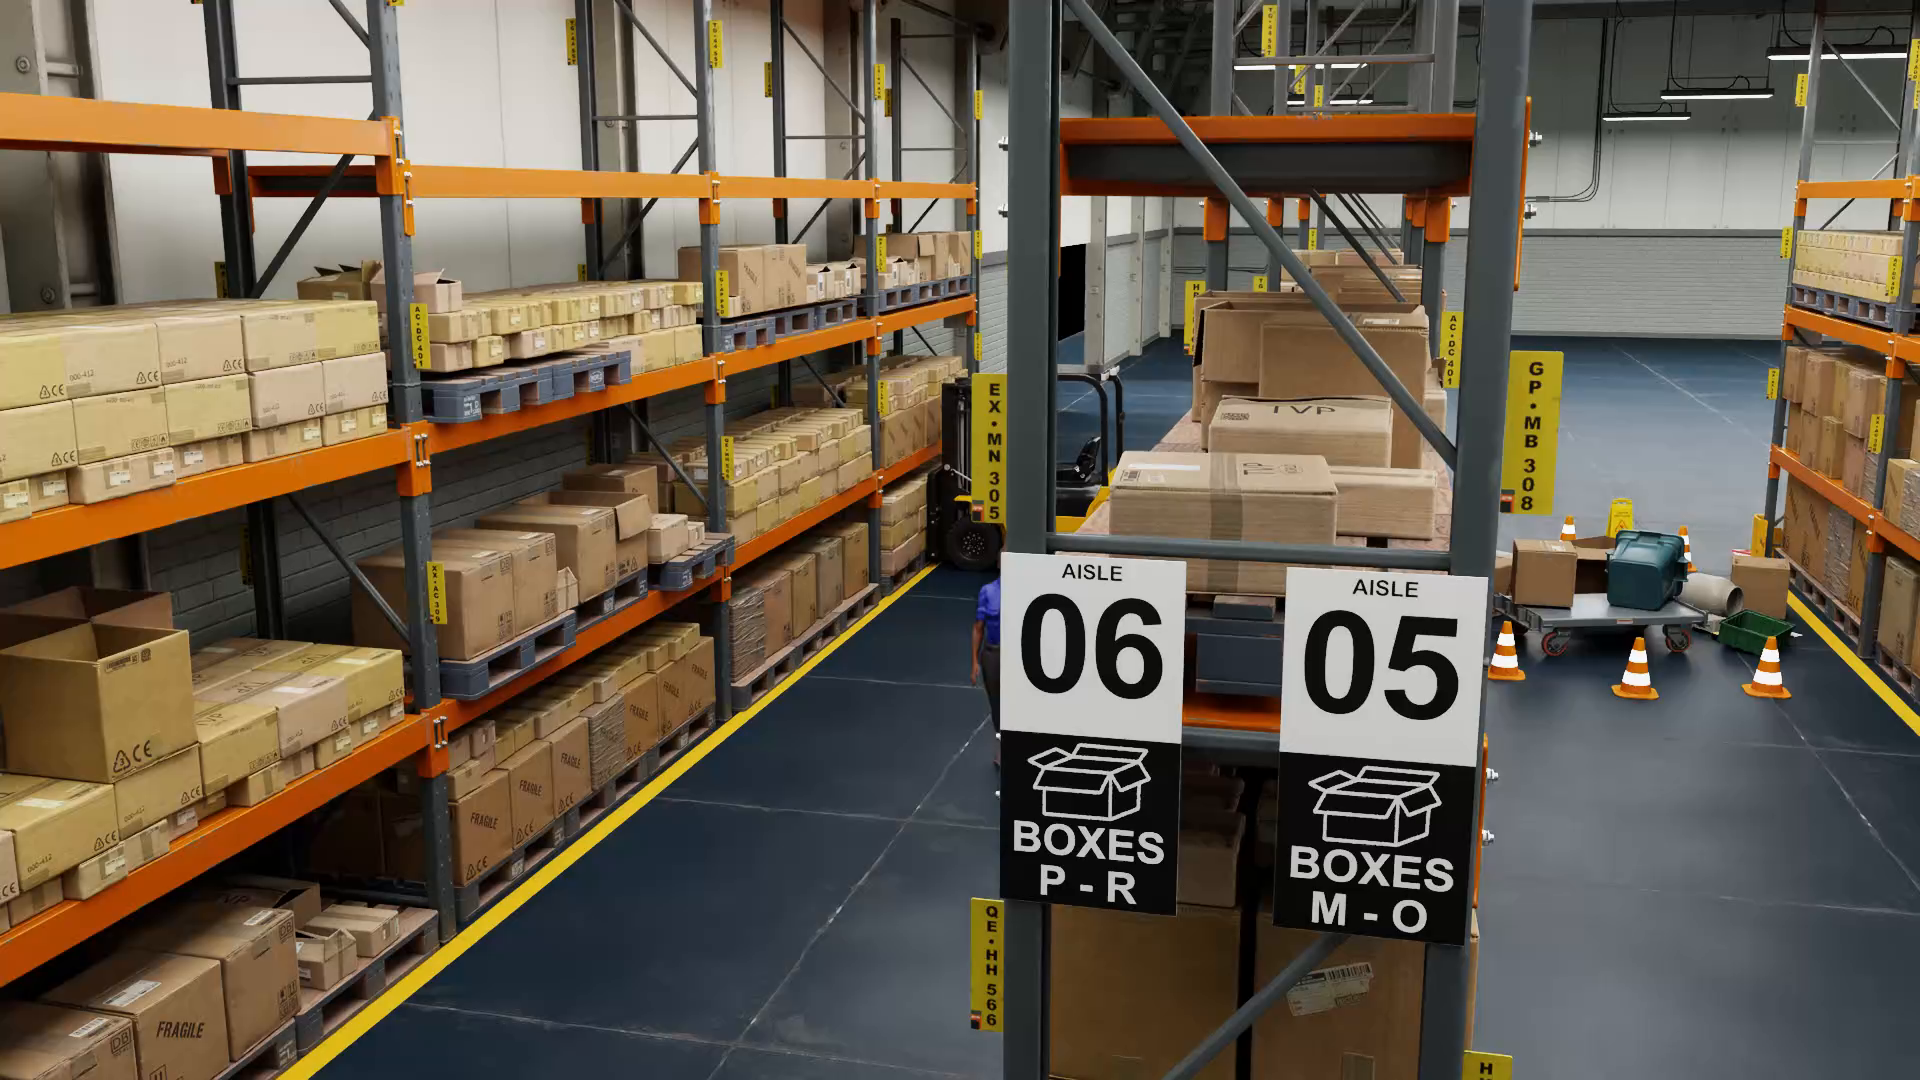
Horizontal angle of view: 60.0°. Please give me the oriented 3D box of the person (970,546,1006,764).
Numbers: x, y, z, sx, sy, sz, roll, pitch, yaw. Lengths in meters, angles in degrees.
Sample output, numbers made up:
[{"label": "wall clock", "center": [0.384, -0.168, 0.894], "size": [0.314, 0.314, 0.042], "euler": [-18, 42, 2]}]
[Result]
[{"label": "person", "center": [0.301, 0.844, 11.300], "size": [0.456, 1.601, 0.946], "euler": [2, 12, 10]}]
